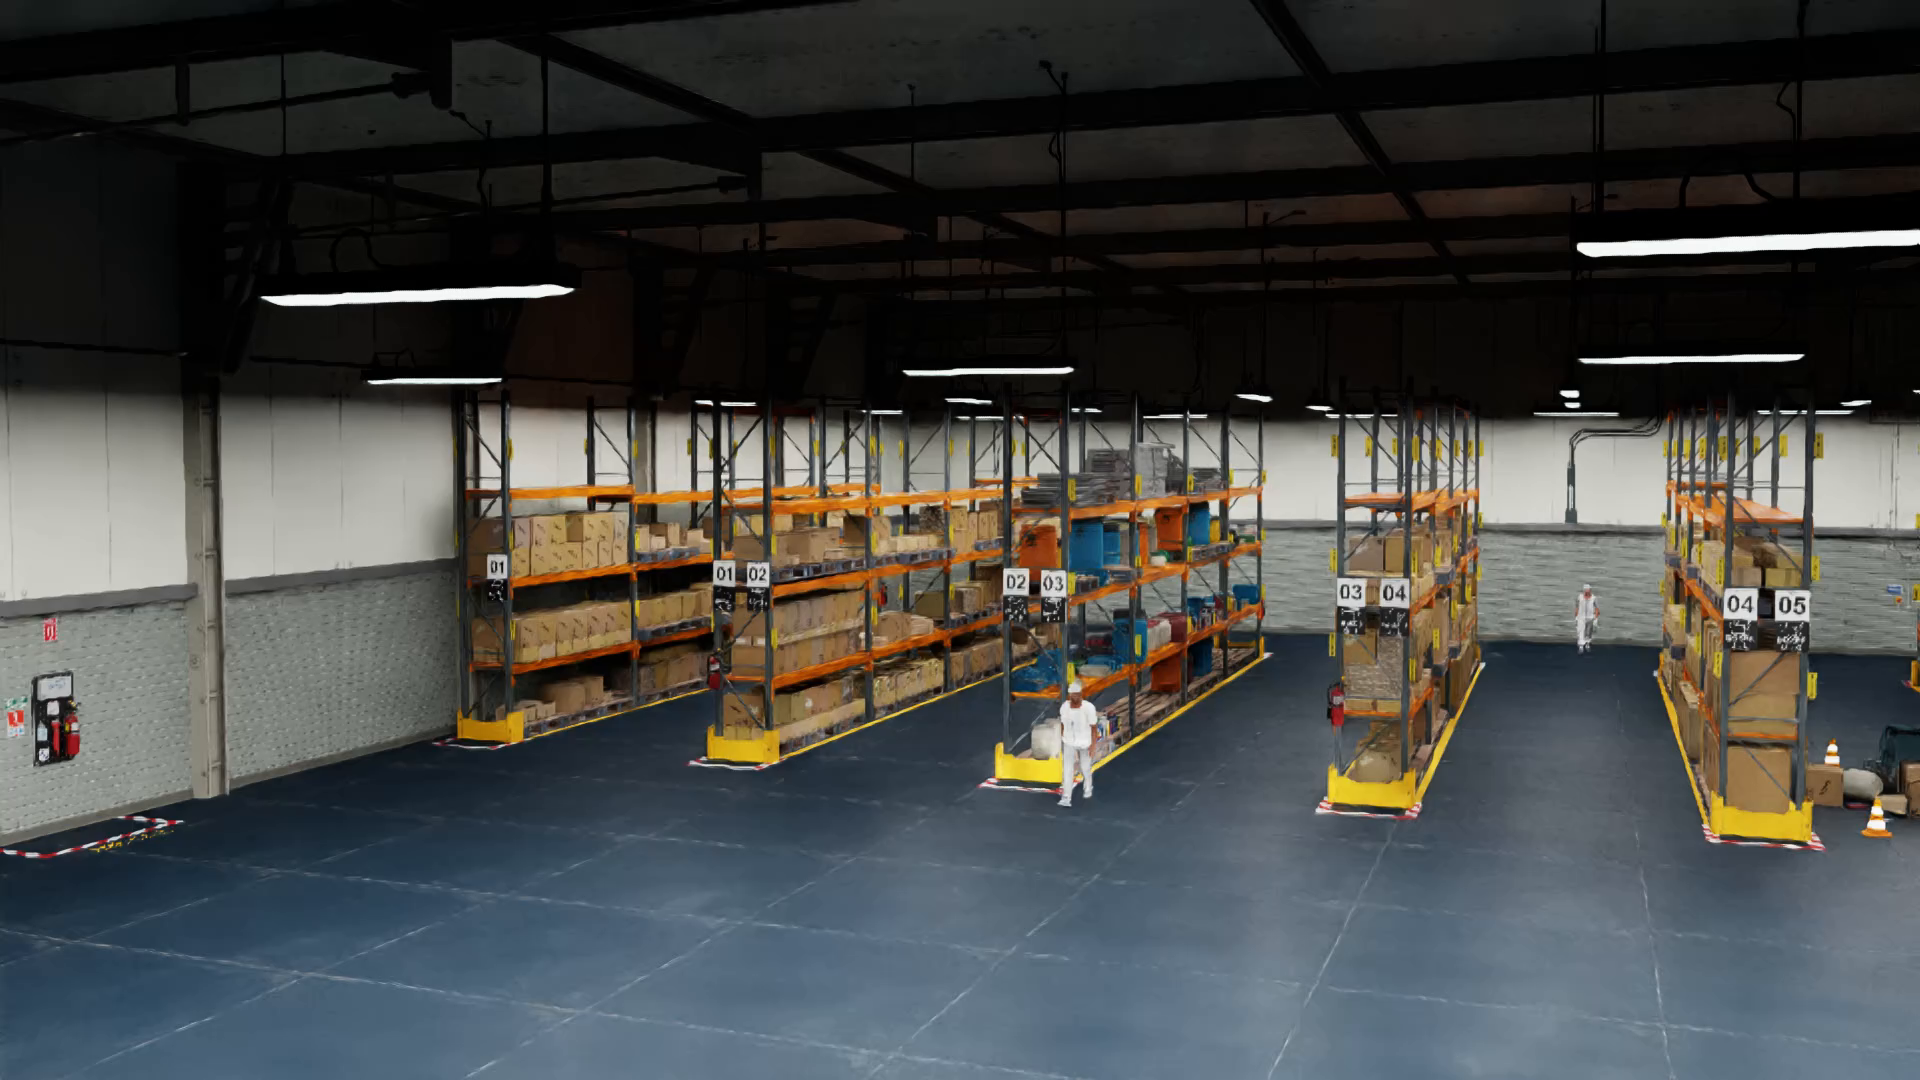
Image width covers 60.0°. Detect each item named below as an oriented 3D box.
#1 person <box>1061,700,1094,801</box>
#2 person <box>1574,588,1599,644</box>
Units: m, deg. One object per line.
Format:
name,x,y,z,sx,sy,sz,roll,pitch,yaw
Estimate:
person,1.676,2.940,23.521,0.448,1.420,0.864,1,3,19
person,15.276,1.815,40.538,0.549,1.442,0.754,1,3,18
